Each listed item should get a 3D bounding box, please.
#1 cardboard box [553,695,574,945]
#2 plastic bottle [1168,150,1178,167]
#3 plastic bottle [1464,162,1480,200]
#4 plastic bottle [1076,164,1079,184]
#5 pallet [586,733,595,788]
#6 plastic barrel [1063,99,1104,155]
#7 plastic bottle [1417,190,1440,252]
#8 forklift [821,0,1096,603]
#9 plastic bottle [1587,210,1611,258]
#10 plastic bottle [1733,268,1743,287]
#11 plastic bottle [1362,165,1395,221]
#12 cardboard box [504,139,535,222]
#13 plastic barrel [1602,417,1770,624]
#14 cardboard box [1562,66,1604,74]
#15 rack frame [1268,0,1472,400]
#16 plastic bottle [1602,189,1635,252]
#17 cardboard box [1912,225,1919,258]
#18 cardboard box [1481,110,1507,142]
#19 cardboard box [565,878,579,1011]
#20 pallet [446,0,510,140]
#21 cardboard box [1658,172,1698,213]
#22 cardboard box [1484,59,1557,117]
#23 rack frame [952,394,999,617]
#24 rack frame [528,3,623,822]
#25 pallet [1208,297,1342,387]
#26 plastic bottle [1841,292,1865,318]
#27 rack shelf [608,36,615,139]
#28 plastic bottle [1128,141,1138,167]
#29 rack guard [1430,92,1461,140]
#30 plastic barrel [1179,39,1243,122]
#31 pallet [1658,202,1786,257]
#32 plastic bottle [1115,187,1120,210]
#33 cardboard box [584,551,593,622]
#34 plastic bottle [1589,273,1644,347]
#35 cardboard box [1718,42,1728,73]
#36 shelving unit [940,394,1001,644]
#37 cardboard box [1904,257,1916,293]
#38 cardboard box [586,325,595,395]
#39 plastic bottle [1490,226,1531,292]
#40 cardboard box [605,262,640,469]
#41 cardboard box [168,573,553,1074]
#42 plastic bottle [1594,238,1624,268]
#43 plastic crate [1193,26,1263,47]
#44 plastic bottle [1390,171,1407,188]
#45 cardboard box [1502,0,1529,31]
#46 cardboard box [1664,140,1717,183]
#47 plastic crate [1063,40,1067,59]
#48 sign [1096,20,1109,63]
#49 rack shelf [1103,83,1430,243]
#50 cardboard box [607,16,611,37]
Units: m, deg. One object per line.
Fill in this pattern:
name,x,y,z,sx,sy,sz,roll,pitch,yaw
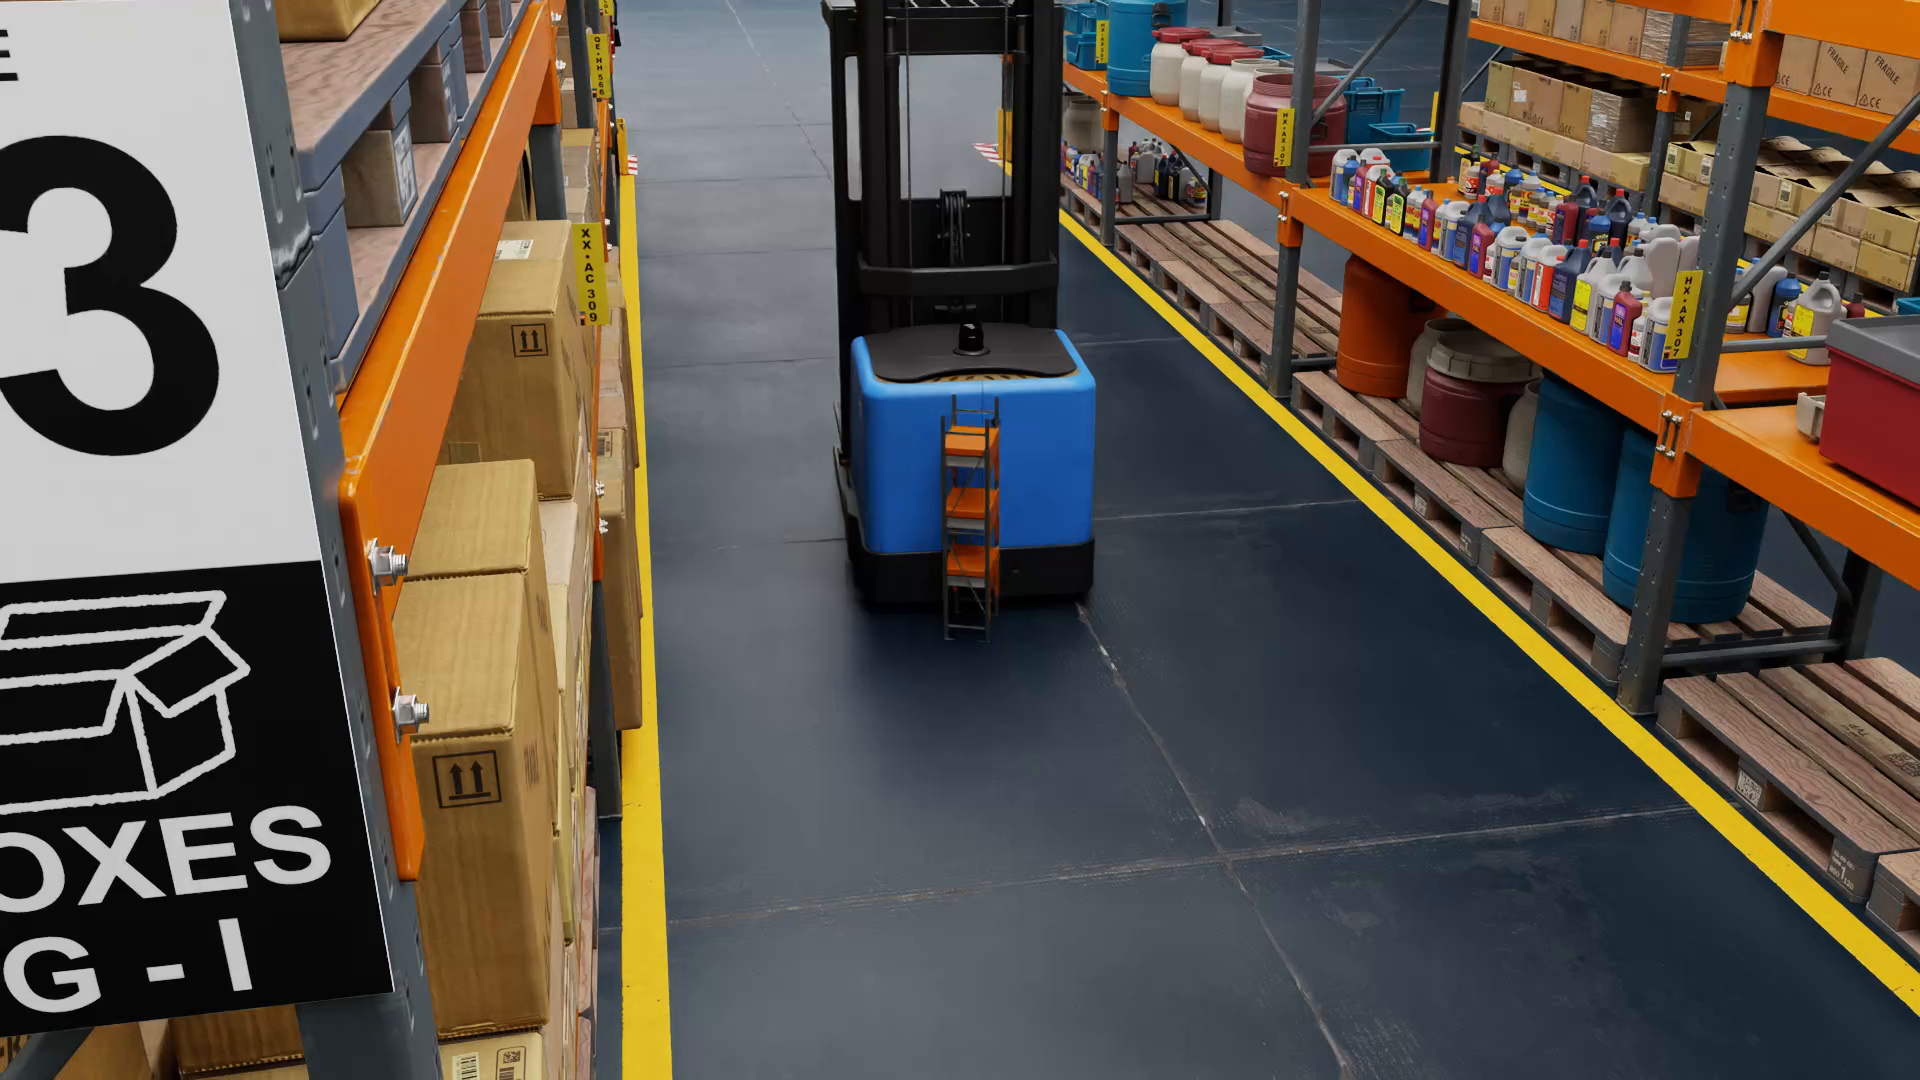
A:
cardboard box,-0.987,0.535,3.093,0.500,0.250,0.500,-5,24,-12
plastic bottle,1.901,-3.283,14.780,0.144,0.351,0.185,-5,24,-12
plastic bottle,2.914,-2.034,9.409,0.097,0.201,0.097,0,24,0
plastic bottle,1.105,-3.336,15.086,0.097,0.201,0.097,0,24,0
pallet,-1.928,0.620,6.567,1.003,0.211,1.213,-4,24,-10
plastic barrel,1.227,-4.048,16.356,0.421,0.512,0.421,0,24,0
plastic bottle,2.348,-1.594,8.298,0.061,0.283,0.133,-4,24,-10
forklift,-0.093,-1.616,8.288,1.130,2.935,3.031,-3,24,-7
plastic bottle,3.059,-1.447,7.976,0.097,0.271,0.097,0,24,0
plastic bottle,3.365,-1.076,7.213,0.097,0.201,0.097,0,24,0
plastic bottle,2.265,-1.867,8.932,0.152,0.276,0.135,-4,24,-10
cardboard box,-1.837,-1.116,5.679,0.797,0.503,0.637,-5,24,-11
plastic barrel,3.073,-0.173,6.994,0.600,0.901,0.708,-4,24,-10
cardboard box,6.397,-4.507,16.794,0.500,0.500,0.500,-4,24,-10
rack frame,2.417,-2.300,9.768,1.000,3.000,0.127,-4,24,-10
plastic bottle,3.170,-1.509,8.020,0.144,0.351,0.185,-4,24,-10
cardboard box,6.947,-2.042,11.388,0.500,0.311,0.500,-4,24,-8
cardboard box,5.783,-4.320,17.305,0.500,0.250,0.500,-4,24,-10
cardboard box,-0.905,0.760,3.075,0.380,0.149,0.250,-5,24,-11
pallet,-1.348,-0.892,2.909,1.003,0.211,1.213,-4,24,-10
cardboard box,6.377,-2.994,14.268,0.500,0.250,0.500,-5,24,-11
cardboard box,5.781,-4.664,17.154,0.500,0.500,0.500,-4,24,-10
rack frame,0.070,-0.136,7.219,0.200,1.050,0.008,4,27,10
rack frame,-1.711,-0.360,5.326,1.000,3.000,0.127,-4,24,-10
pallet,2.312,-1.330,11.030,1.003,0.211,1.213,-4,24,-10
plastic bottle,3.508,-0.849,6.591,0.061,0.283,0.133,-4,24,-10
rack shelf,-3.560,-3.964,14.476,1.077,0.370,4.000,-4,24,-10
plastic bottle,1.623,-3.604,15.599,0.061,0.283,0.133,-4,24,-10
rack guard,5.802,-4.676,18.331,1.175,0.500,0.348,-4,24,-10
plastic barrel,1.774,-3.254,11.784,0.433,0.535,0.433,0,24,0
pallet,6.720,-2.674,14.108,1.003,0.211,1.213,-4,24,-10
plastic bottle,1.304,-2.912,14.116,0.097,0.201,0.097,0,24,0
cardboard box,-1.190,0.154,4.463,0.380,0.149,0.250,-4,24,-9
plastic bottle,2.698,-0.944,6.820,0.152,0.276,0.135,-4,24,-10
cardboard box,6.680,-3.979,13.800,0.500,0.250,0.500,-3,24,-6
shelving unit,0.047,-0.082,7.112,0.215,1.050,0.252,4,27,10
cardboard box,6.949,-1.786,11.503,0.500,0.250,0.500,-4,24,-8
cardboard box,-1.644,-0.803,6.216,0.500,0.500,0.500,-4,24,-10
plastic bottle,2.537,-1.287,7.604,0.152,0.276,0.135,-4,24,-10
cardboard box,-2.343,-0.879,8.645,1.225,0.875,0.875,-5,24,-12
cardboard box,-0.887,0.397,2.473,0.500,0.500,0.500,-5,24,-11
plastic bottle,2.773,-1.125,7.139,0.144,0.351,0.185,-4,24,-10
plastic crate,2.068,-3.735,12.973,0.402,0.464,0.583,-4,24,-10
plastic bottle,2.319,-1.822,8.834,0.097,0.271,0.097,0,24,0
cardboard box,5.982,-5.467,16.894,0.700,0.500,0.500,-4,24,-8
cardboard box,6.378,-3.247,14.146,0.500,0.311,0.500,-4,24,-10
plastic crate,1.128,-4.372,14.843,0.530,0.136,0.437,-4,24,-10
sign,1.135,-3.964,13.232,0.100,0.325,0.005,-4,24,-10
rack shelf,2.047,-2.757,11.713,1.077,0.370,4.000,-4,24,-10
cardboard box,-3.645,-4.856,15.124,0.875,0.500,0.500,-4,24,-10
